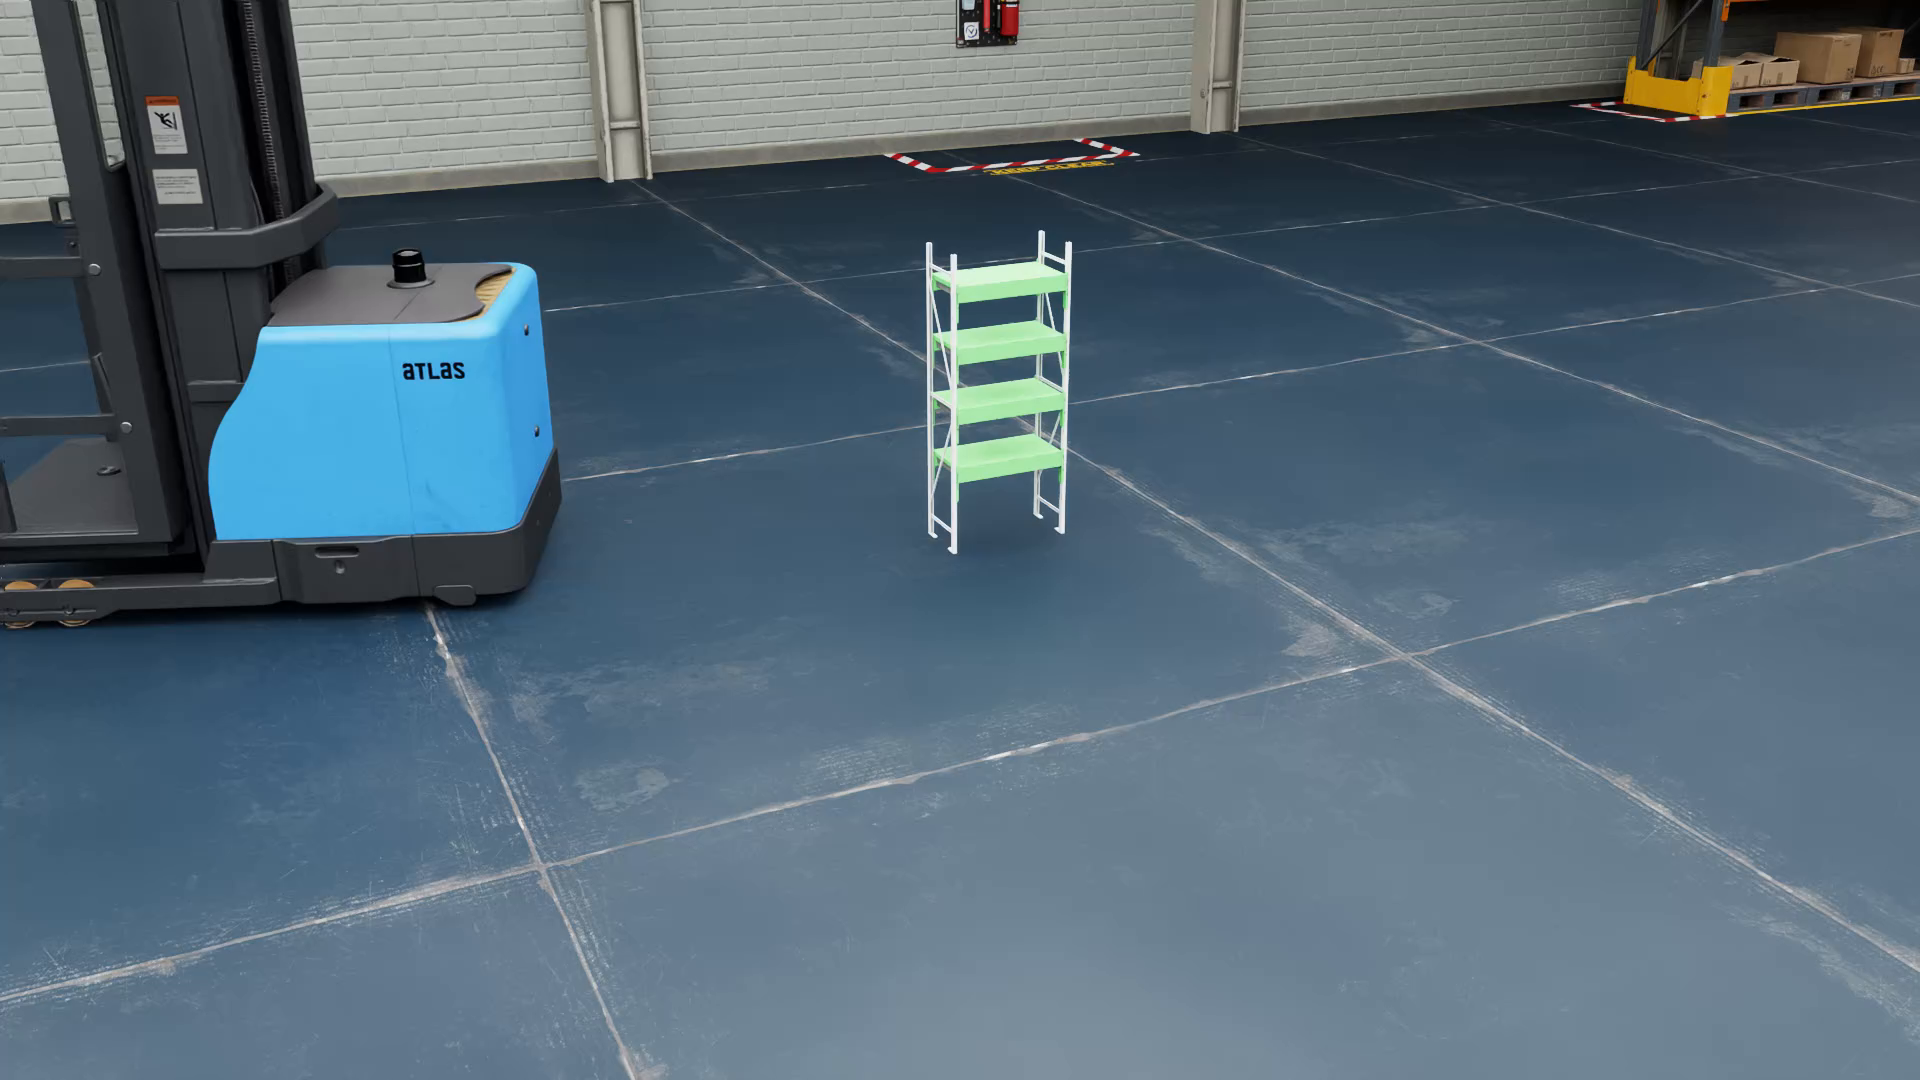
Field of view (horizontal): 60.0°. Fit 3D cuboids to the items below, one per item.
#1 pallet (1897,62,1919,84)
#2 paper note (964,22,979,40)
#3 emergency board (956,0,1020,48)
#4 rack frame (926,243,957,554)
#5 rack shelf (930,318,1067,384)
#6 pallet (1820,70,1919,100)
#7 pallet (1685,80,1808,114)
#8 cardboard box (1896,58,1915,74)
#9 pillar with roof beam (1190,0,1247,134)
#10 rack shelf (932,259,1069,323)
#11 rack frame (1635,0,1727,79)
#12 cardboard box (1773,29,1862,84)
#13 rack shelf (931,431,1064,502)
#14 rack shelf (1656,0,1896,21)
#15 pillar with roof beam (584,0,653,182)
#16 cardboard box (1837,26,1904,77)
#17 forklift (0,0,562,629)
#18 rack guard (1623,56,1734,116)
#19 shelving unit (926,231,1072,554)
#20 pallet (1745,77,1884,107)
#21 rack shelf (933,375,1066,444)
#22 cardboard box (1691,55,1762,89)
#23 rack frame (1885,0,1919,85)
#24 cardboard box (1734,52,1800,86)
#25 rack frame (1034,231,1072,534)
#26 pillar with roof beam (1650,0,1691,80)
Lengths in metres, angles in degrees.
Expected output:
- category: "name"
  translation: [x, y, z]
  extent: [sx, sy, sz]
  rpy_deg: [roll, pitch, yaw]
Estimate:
- category: "pallet"
  translation: [11.996, -5.574, 19.941]
  extent: [1.213, 0.211, 1.003]
  rpy_deg: [-10, 25, -24]
- category: "paper note"
  translation: [0.108, -4.679, 15.284]
  extent: [0.142, 0.148, 0.016]
  rpy_deg: [-10, 25, -24]
- category: "emergency board"
  translation: [0.297, -5.092, 15.129]
  extent: [0.643, 1.169, 0.194]
  rpy_deg: [-10, 25, -24]
- category: "rack frame"
  translation: [-0.071, -0.541, 6.489]
  extent: [0.015, 1.200, 0.240]
  rpy_deg: [-10, 25, -24]
- category: "rack shelf"
  translation: [0.149, -0.745, 6.519]
  extent: [0.480, 0.148, 0.258]
  rpy_deg: [-10, 25, -24]
- category: "pallet"
  translation: [10.705, -5.321, 19.329]
  extent: [1.213, 0.211, 1.003]
  rpy_deg: [-10, 25, -24]
- category: "pallet"
  translation: [8.507, -4.916, 18.351]
  extent: [1.213, 0.211, 1.003]
  rpy_deg: [-10, 25, -24]
- category: "cardboard box"
  translation: [10.826, -5.528, 19.312]
  extent: [0.250, 0.166, 0.380]
  rpy_deg: [-14, 26, -30]
- category: "pillar with roof beam"
  translation: [4.407, -6.777, 11.356]
  extent: [0.400, 9.000, 9.100]
  rpy_deg: [-10, 25, -24]
- category: "rack shelf"
  translation: [0.149, -0.966, 6.428]
  extent: [0.480, 0.148, 0.258]
  rpy_deg: [-10, 25, -24]
- category: "rack frame"
  translation: [7.691, -6.070, 17.491]
  extent: [0.127, 3.000, 1.000]
  rpy_deg: [-10, 25, -24]
- category: "cardboard box"
  translation: [9.550, -5.401, 18.568]
  extent: [0.500, 0.500, 0.700]
  rpy_deg: [-12, 25, -27]
- category: "rack shelf"
  translation: [0.149, -0.301, 6.703]
  extent: [0.480, 0.148, 0.258]
  rpy_deg: [-10, 25, -24]
- category: "rack shelf"
  translation: [9.493, -6.069, 18.430]
  extent: [4.000, 0.370, 1.077]
  rpy_deg: [-10, 25, -24]
- category: "pillar with roof beam"
  translation: [-0.999, -5.782, 8.952]
  extent: [0.400, 9.000, 9.100]
  rpy_deg: [-10, 25, -24]
- category: "cardboard box"
  translation: [10.377, -5.595, 19.039]
  extent: [0.500, 0.500, 0.500]
  rpy_deg: [-12, 26, -28]
- category: "forklift"
  translation: [-3.143, -1.247, 5.929]
  extent: [3.031, 2.935, 1.130]
  rpy_deg: [-2, 23, -4]
- category: "rack guard"
  translation: [7.760, -4.927, 18.000]
  extent: [0.348, 0.500, 1.175]
  rpy_deg: [-10, 25, -24]
- category: "shelving unit"
  translation: [0.149, -0.582, 6.587]
  extent: [0.503, 1.200, 0.258]
  rpy_deg: [-10, 25, -24]
- category: "pallet"
  translation: [9.605, -5.117, 18.836]
  extent: [1.213, 0.211, 1.003]
  rpy_deg: [-10, 25, -24]
- category: "rack shelf"
  translation: [0.149, -0.523, 6.611]
  extent: [0.480, 0.148, 0.258]
  rpy_deg: [-10, 25, -24]
- category: "cardboard box"
  translation: [8.354, -5.114, 18.124]
  extent: [0.500, 0.311, 0.500]
  rpy_deg: [-14, 26, -30]
- category: "rack frame"
  translation: [11.295, -6.733, 19.094]
  extent: [0.127, 3.000, 1.000]
  rpy_deg: [-10, 25, -24]
- category: "cardboard box"
  translation: [8.867, -5.209, 18.352]
  extent: [0.500, 0.311, 0.500]
  rpy_deg: [-8, 24, -19]
- category: "rack frame"
  translation: [0.369, -0.622, 6.685]
  extent: [0.015, 1.200, 0.240]
  rpy_deg: [-10, 25, -24]
- category: "pillar with roof beam"
  translation: [9.814, -7.772, 13.760]
  extent: [0.400, 9.000, 9.100]
  rpy_deg: [-10, 25, -24]
